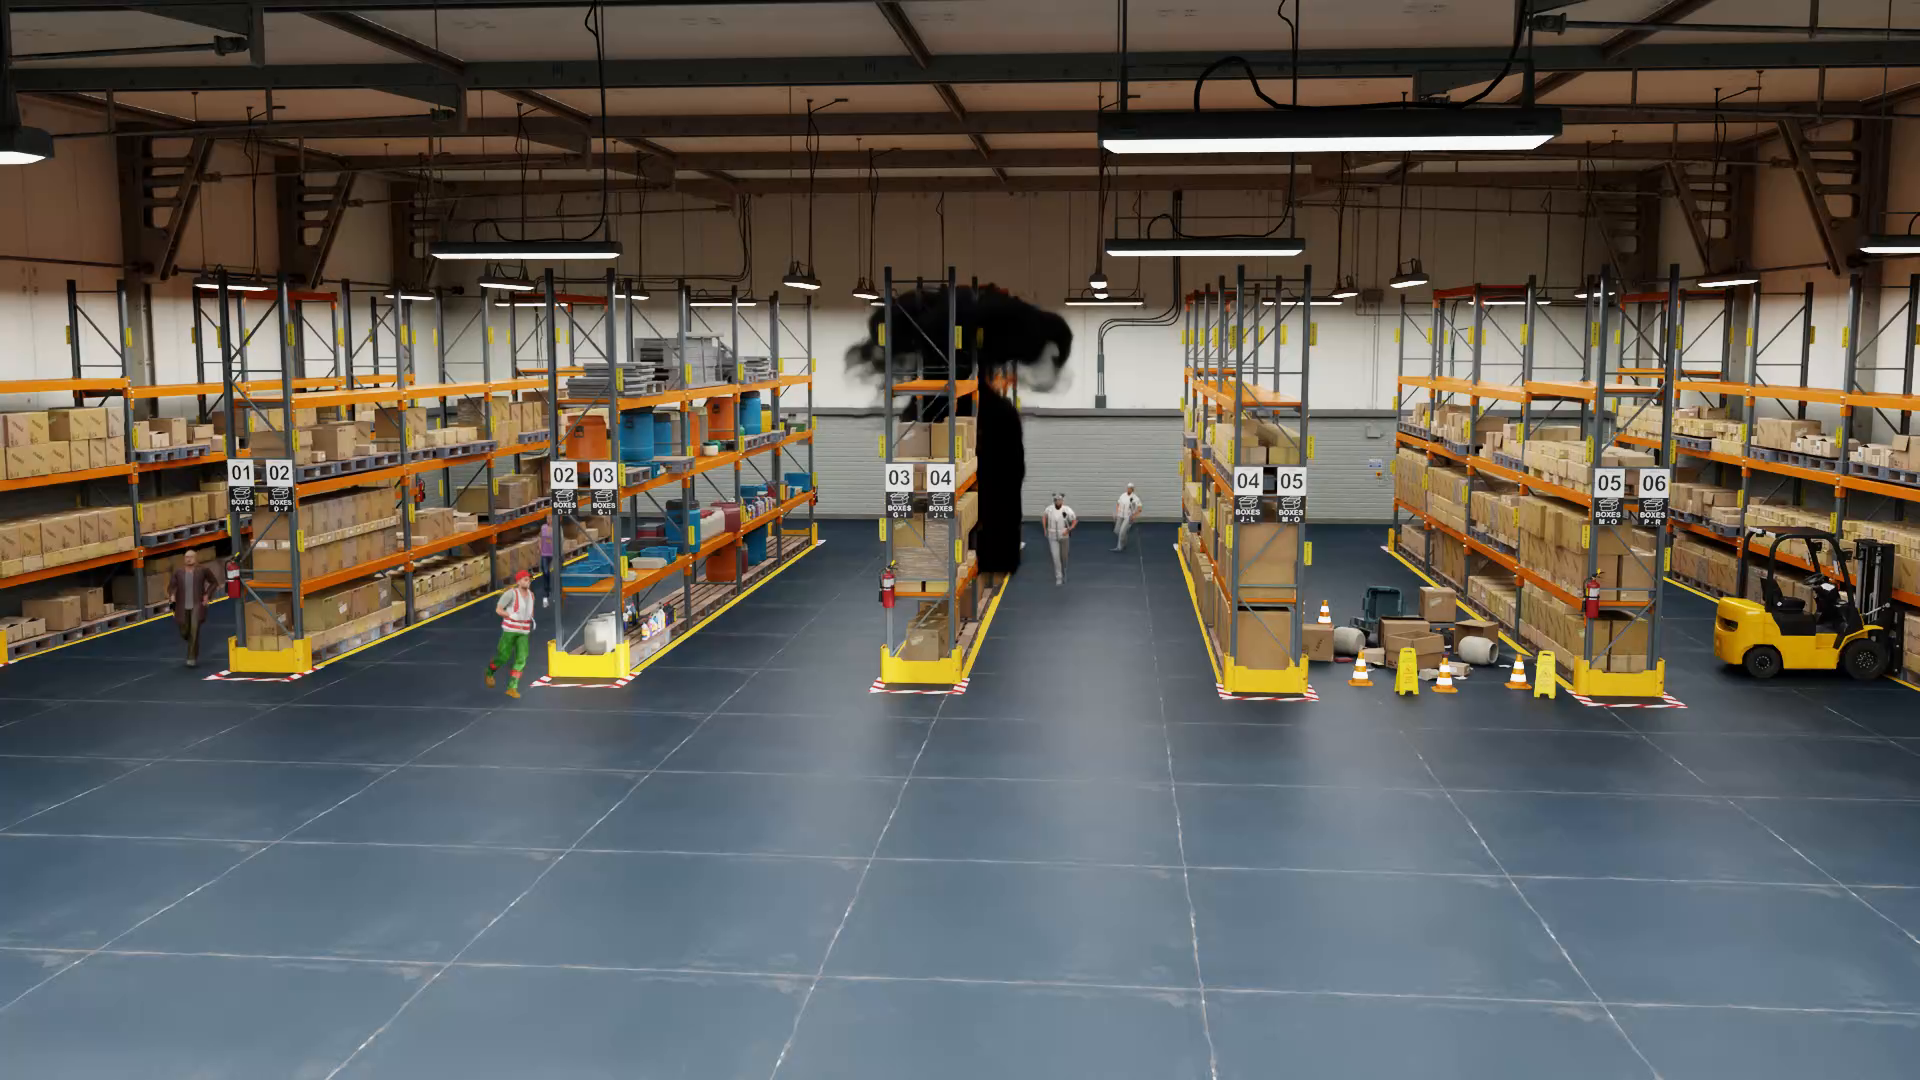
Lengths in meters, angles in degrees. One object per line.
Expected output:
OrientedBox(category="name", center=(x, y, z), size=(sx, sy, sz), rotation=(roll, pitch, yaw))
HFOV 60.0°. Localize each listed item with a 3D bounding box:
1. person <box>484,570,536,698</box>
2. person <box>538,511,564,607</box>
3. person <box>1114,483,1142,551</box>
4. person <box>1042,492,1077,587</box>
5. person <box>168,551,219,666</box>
OrientedBox(category="person", center=(-6.251, 1.292, 23.477), size=(0.681, 1.744, 0.942), rotation=(-6, 9, -43))
OrientedBox(category="person", center=(-7.283, 0.324, 29.613), size=(0.510, 1.672, 0.698), rotation=(0, 7, -2))
OrientedBox(category="person", center=(3.955, -0.534, 39.093), size=(0.662, 1.603, 0.593), rotation=(4, 8, 31))
OrientedBox(category="person", center=(1.910, -0.040, 32.084), size=(0.686, 1.795, 0.852), rotation=(1, 7, 10))
OrientedBox(category="person", center=(-11.812, 1.031, 25.585), size=(0.712, 1.736, 0.914), rotation=(-1, 7, -12))
